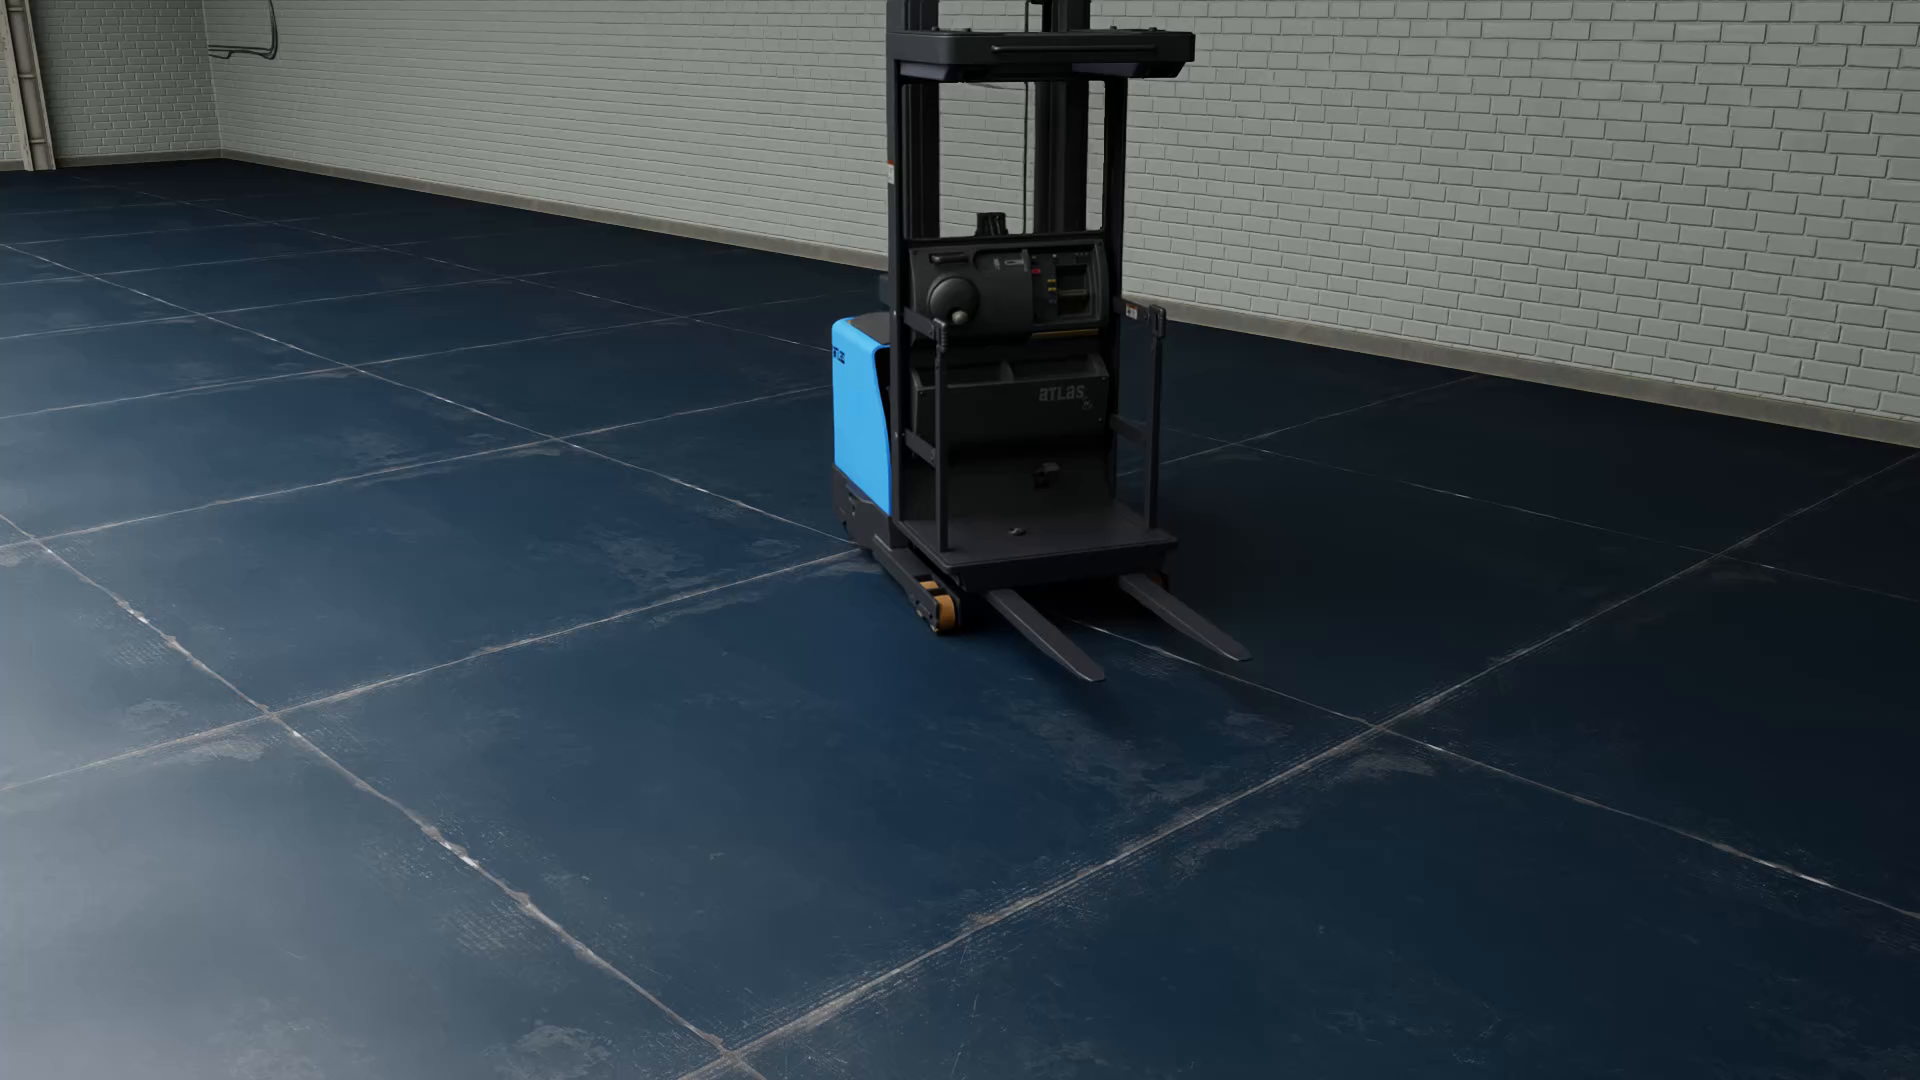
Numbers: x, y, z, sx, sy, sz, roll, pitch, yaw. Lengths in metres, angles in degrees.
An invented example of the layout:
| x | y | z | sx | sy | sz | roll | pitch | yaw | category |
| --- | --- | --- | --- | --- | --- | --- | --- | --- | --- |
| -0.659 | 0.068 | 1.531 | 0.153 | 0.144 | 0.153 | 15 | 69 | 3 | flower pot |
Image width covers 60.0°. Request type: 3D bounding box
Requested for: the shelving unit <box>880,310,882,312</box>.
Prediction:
| x | y | z | sx | sy | sz | roll | pitch | yaw | category |
| --- | --- | --- | --- | --- | --- | --- | --- | --- | --- |
| -0.276 | -0.711 | 8.974 | 0.252 | 1.050 | 0.215 | -7 | 19 | -19 | shelving unit |

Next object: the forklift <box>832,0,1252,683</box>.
| x | y | z | sx | sy | sz | roll | pitch | yaw | category |
| --- | --- | --- | --- | --- | --- | --- | --- | --- | --- |
| 0.298 | -1.133 | 7.228 | 1.130 | 2.935 | 3.031 | -6 | 19 | -18 | forklift |

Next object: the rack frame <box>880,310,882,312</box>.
| x | y | z | sx | sy | sz | roll | pitch | yaw | category |
| --- | --- | --- | --- | --- | --- | --- | --- | --- | --- |
| -0.391 | -0.698 | 8.934 | 0.008 | 1.050 | 0.200 | -7 | 19 | -19 | rack frame |

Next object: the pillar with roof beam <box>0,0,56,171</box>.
| x | y | z | sx | sy | sz | roll | pitch | yaw | category |
| --- | --- | --- | --- | --- | --- | --- | --- | --- | --- |
| -12.051 | -9.364 | 22.776 | 0.400 | 9.000 | 9.100 | -16 | 24 | -41 | pillar with roof beam |

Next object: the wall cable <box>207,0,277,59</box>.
| x | y | z | sx | sy | sz | roll | pitch | yaw | category |
| --- | --- | --- | --- | --- | --- | --- | --- | --- | --- |
| -11.960 | -9.180 | 27.242 | 0.112 | 2.526 | 3.097 | -16 | 24 | -41 | wall cable |
